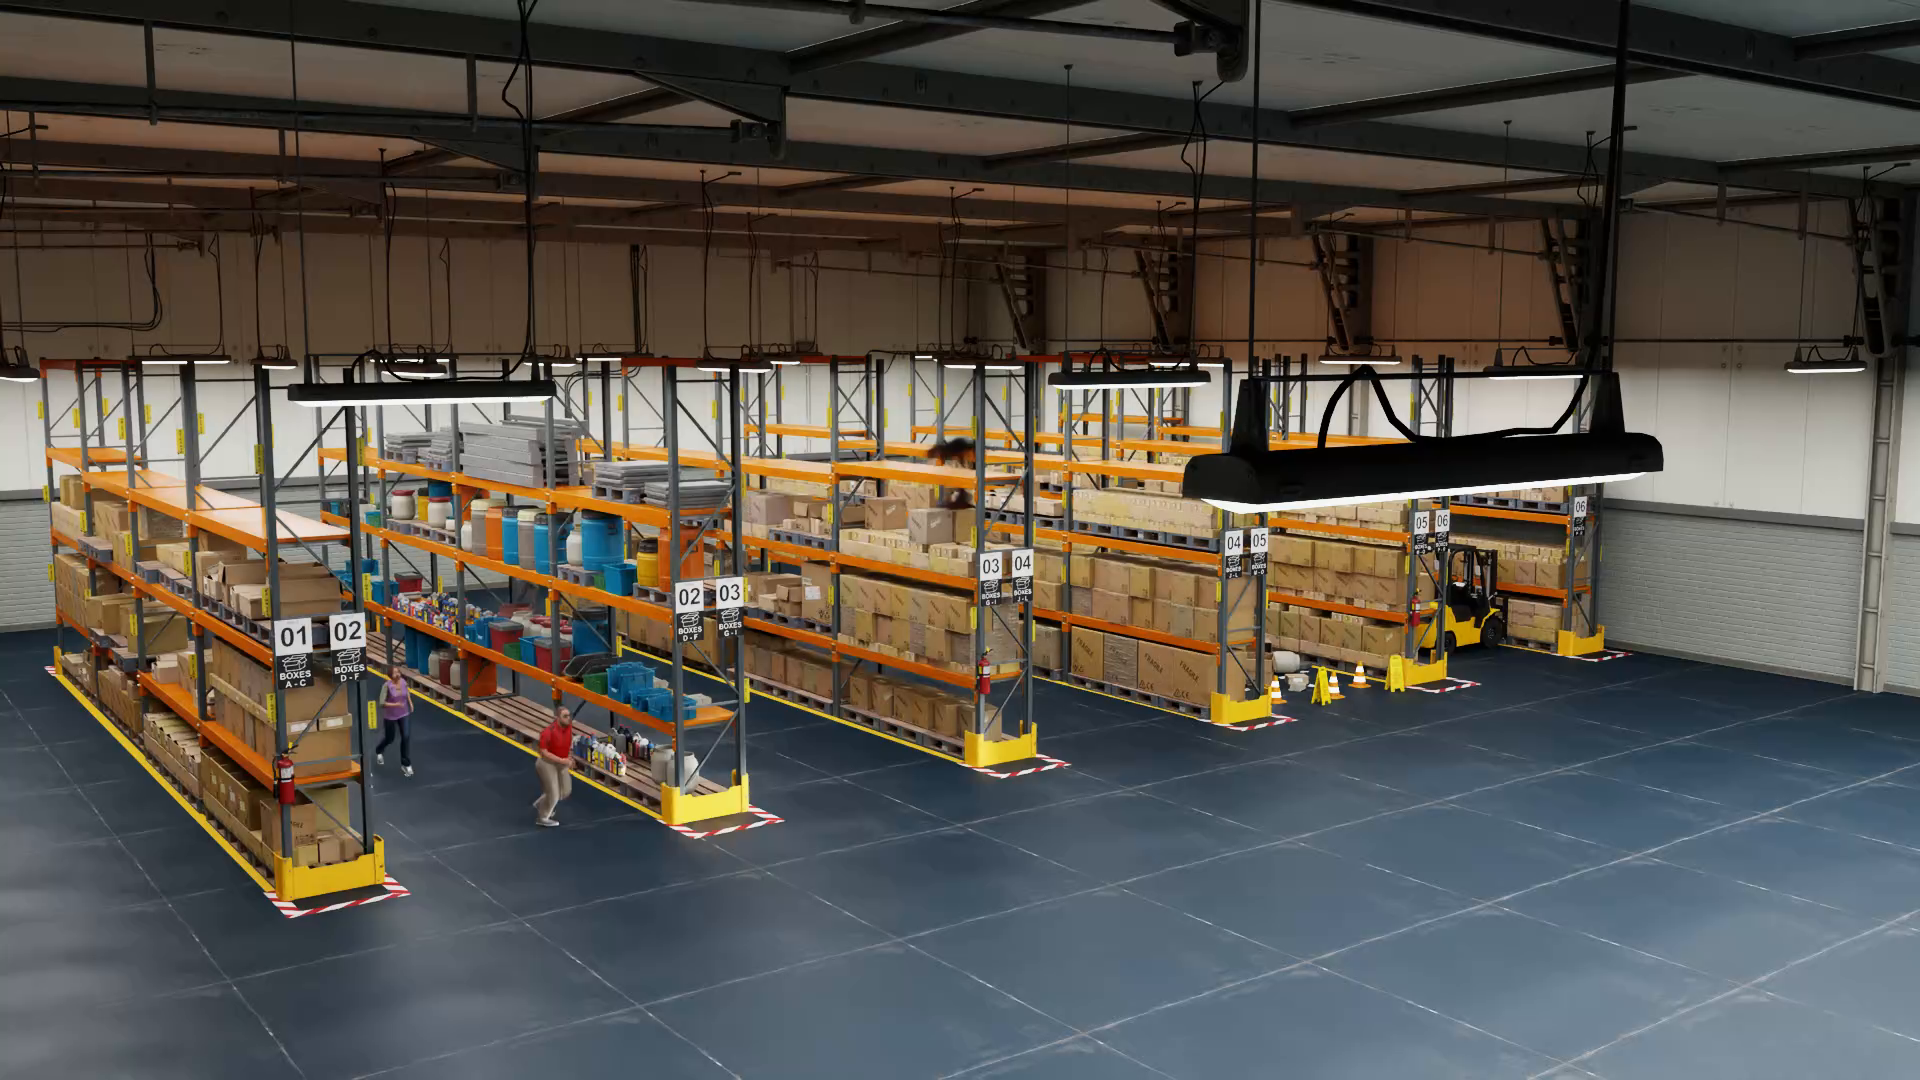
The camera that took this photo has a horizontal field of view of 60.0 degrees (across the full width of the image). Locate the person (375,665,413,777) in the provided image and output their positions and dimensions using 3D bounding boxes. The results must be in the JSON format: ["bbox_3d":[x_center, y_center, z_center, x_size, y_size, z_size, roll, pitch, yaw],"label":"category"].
[{"bbox_3d":[-8.295,2.614,24.400,0.537,1.615,0.886,-6,9,-40],"label":"person"}]

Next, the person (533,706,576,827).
[{"bbox_3d":[-5.300,2.939,21.660,0.783,1.616,0.648,3,7,22],"label":"person"}]

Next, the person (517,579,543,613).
[{"bbox_3d":[-10.044,0.886,38.551,0.848,1.715,0.559,-2,7,-16],"label":"person"}]
